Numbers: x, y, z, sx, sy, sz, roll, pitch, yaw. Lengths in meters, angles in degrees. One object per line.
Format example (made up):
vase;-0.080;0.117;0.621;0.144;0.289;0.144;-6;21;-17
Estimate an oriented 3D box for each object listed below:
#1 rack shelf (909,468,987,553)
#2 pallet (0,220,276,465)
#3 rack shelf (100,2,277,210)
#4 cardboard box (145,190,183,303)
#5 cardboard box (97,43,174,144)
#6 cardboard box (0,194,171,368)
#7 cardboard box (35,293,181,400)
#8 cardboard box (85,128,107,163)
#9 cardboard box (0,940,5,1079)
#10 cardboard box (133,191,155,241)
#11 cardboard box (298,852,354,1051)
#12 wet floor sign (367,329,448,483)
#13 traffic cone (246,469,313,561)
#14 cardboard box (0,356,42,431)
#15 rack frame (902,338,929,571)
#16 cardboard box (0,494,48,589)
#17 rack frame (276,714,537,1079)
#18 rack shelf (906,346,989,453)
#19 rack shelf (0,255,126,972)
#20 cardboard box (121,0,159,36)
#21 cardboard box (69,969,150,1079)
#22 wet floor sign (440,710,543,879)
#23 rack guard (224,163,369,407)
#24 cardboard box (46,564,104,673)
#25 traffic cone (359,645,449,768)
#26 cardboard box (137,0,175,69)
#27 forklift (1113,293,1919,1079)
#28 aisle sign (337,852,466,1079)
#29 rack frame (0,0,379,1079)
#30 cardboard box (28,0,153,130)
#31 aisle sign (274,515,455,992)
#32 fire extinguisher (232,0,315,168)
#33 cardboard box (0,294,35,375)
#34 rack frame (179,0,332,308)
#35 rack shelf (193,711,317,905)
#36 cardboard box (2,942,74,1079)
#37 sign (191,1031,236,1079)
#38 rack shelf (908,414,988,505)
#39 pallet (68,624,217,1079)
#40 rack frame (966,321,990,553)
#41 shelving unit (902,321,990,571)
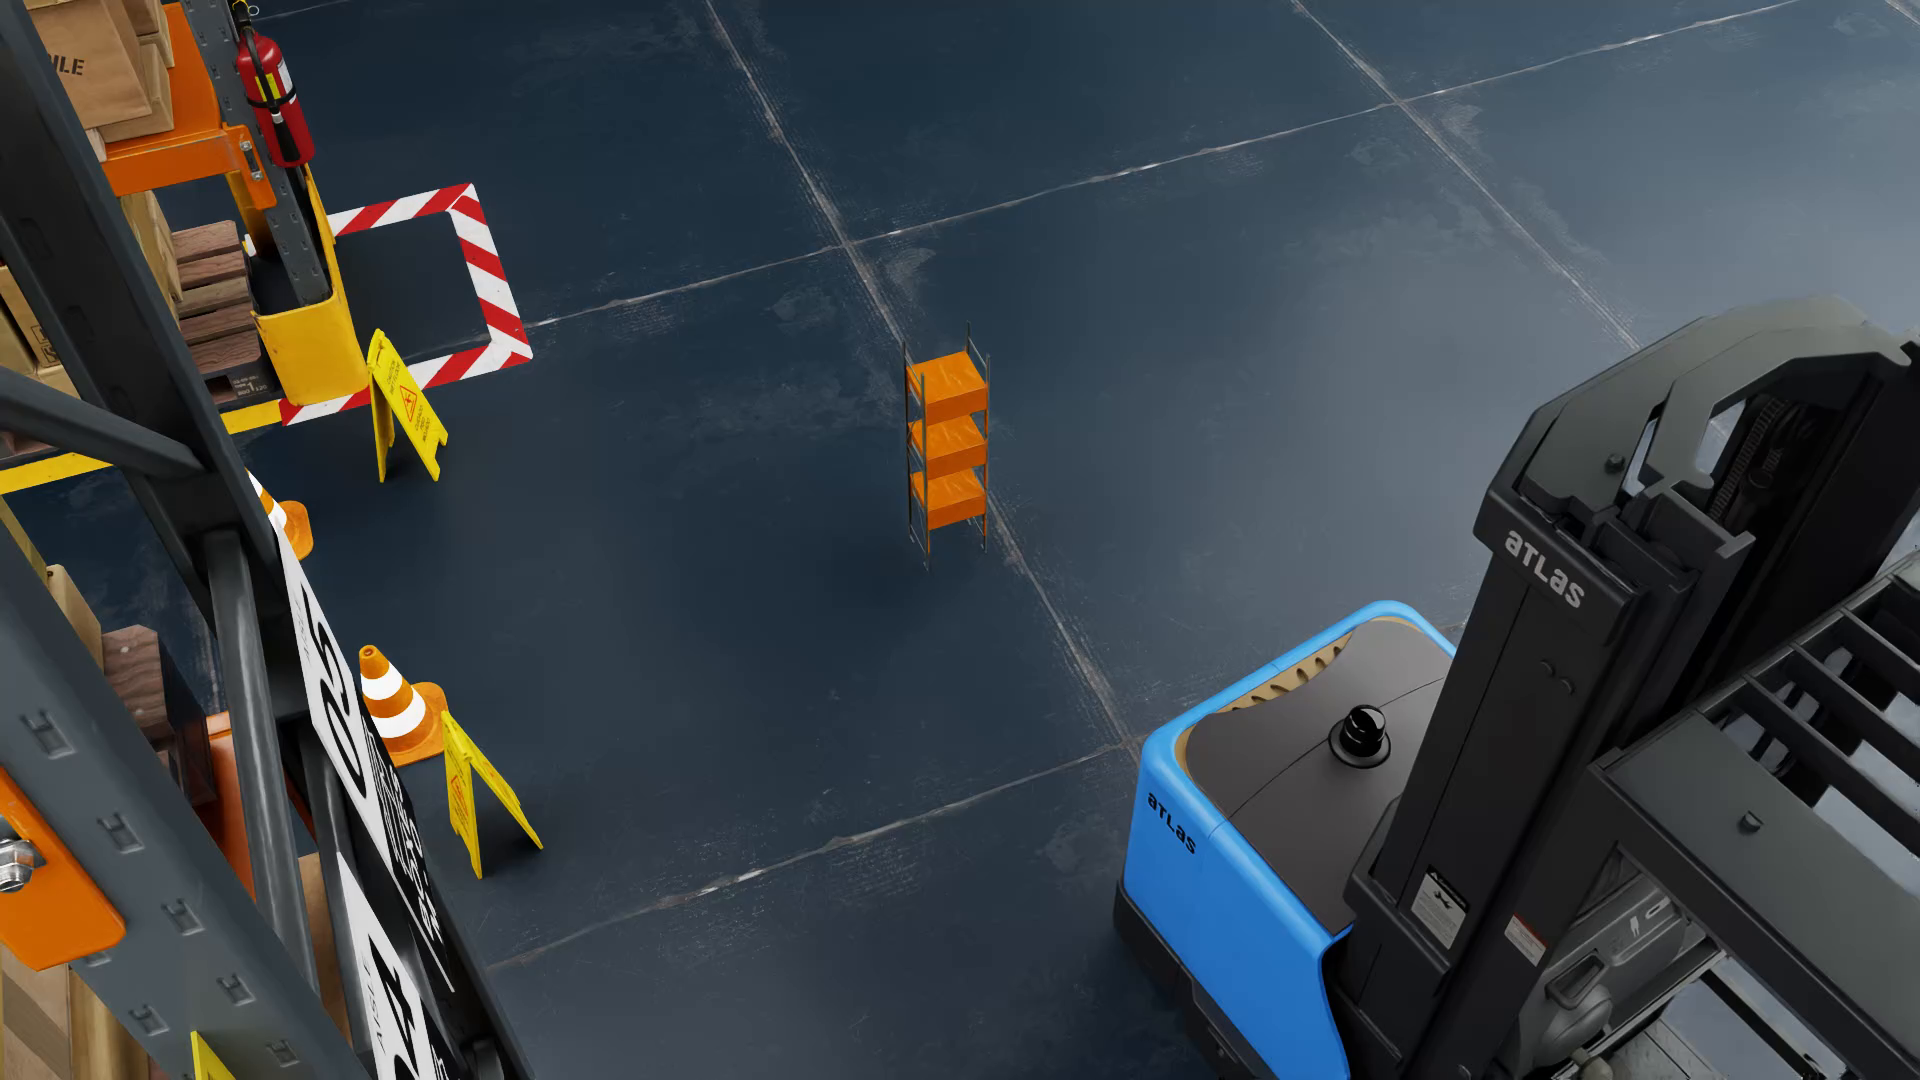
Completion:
rack shelf;-0.050;-0.139;6.398;0.240;0.259;0.215;-17;52;-14
pallet;-3.672;-0.872;7.201;1.213;0.211;1.003;-17;52;-14
rack shelf;-4.688;-1.203;6.121;4.000;0.370;1.077;-17;52;-14
cardboard box;-3.688;-1.215;7.192;0.500;0.250;0.500;-18;52;-15
cardboard box;-3.102;-1.672;6.215;0.250;0.149;0.380;-16;51;-13
cardboard box;-3.480;-1.083;6.585;0.500;0.500;0.500;-17;51;-14
cardboard box;-3.505;-0.824;6.857;0.500;0.250;0.500;-17;52;-14
cardboard box;-3.294;-1.521;6.085;0.250;0.149;0.380;-18;52;-15
cardboard box;-1.055;0.447;1.550;0.250;0.149;0.380;-17;51;-14
cardboard box;-3.710;-1.452;6.902;0.500;0.500;0.500;-19;52;-15
cardboard box;-1.229;1.115;2.845;0.550;0.550;0.875;-17;52;-14
wet floor sign;-2.256;-0.547;6.635;0.232;0.644;0.267;-2;49;-1
traffic cone;-2.747;-0.155;6.419;0.334;0.463;0.336;-17;52;-14
cardboard box;-3.966;-0.688;6.740;0.500;0.250;0.500;-17;51;-14
rack frame;-0.162;-0.292;6.149;0.008;1.050;0.200;-17;52;-14
cardboard box;-1.415;0.200;2.025;0.500;0.250;0.500;-17;52;-14
rack frame;-0.871;1.437;3.380;0.127;3.000;1.000;-17;52;-14
rack shelf;-0.050;-0.505;5.972;0.240;0.259;0.215;-17;52;-14
rack shelf;-2.723;0.420;1.036;4.000;0.370;1.077;-17;52;-14
cardboard box;-3.380;-2.199;6.240;0.500;0.500;0.500;-18;52;-15
cardboard box;-1.051;0.705;1.854;0.250;0.149;0.380;-17;52;-14
wet floor sign;-1.593;0.805;5.474;0.232;0.644;0.267;-26;54;-20
rack guard;-2.907;-1.175;7.270;0.348;0.500;1.175;-17;52;-14
cardboard box;-1.310;0.245;2.249;0.250;0.149;0.380;-17;51;-14
traffic cone;-2.012;0.527;5.833;0.334;0.463;0.336;-17;52;-14
cardboard box;-3.229;-1.977;6.477;0.250;0.149;0.380;-17;51;-14
forklift;1.738;1.035;3.770;1.130;2.935;3.031;-27;55;-21
aisle sign;-0.692;0.780;2.230;0.004;0.787;0.394;-17;52;-14
rack frame;-0.871;-0.518;1.104;0.127;3.000;1.000;-17;52;-14
cardboard box;-3.235;-1.791;5.890;0.500;0.500;0.500;-18;52;-15
aisle sign;-0.919;0.359;2.592;0.004;0.787;0.394;-17;52;-14
fire extinguisher;-2.556;-1.695;6.120;0.183;0.674;0.296;-17;52;-14
cardboard box;-3.961;-0.931;6.455;0.500;0.500;0.500;-15;51;-13
rack frame;-2.836;-2.011;6.340;0.127;3.000;1.000;-17;52;-14
rack shelf;-2.723;1.267;2.022;4.000;0.370;1.077;-17;52;-14
cardboard box;-1.219;0.579;1.700;0.500;0.250;0.500;-17;51;-14
sign;-0.679;0.582;1.605;0.005;0.325;0.100;-17;52;-14
rack shelf;-0.050;-0.320;6.187;0.240;0.259;0.215;-17;52;-14
pallet;-1.554;0.708;2.086;1.213;0.211;1.003;-17;52;-14
rack frame;0.063;-0.362;6.209;0.008;1.050;0.200;-17;52;-14
shelving unit;-0.050;-0.327;6.179;0.252;1.050;0.215;-17;52;-14
